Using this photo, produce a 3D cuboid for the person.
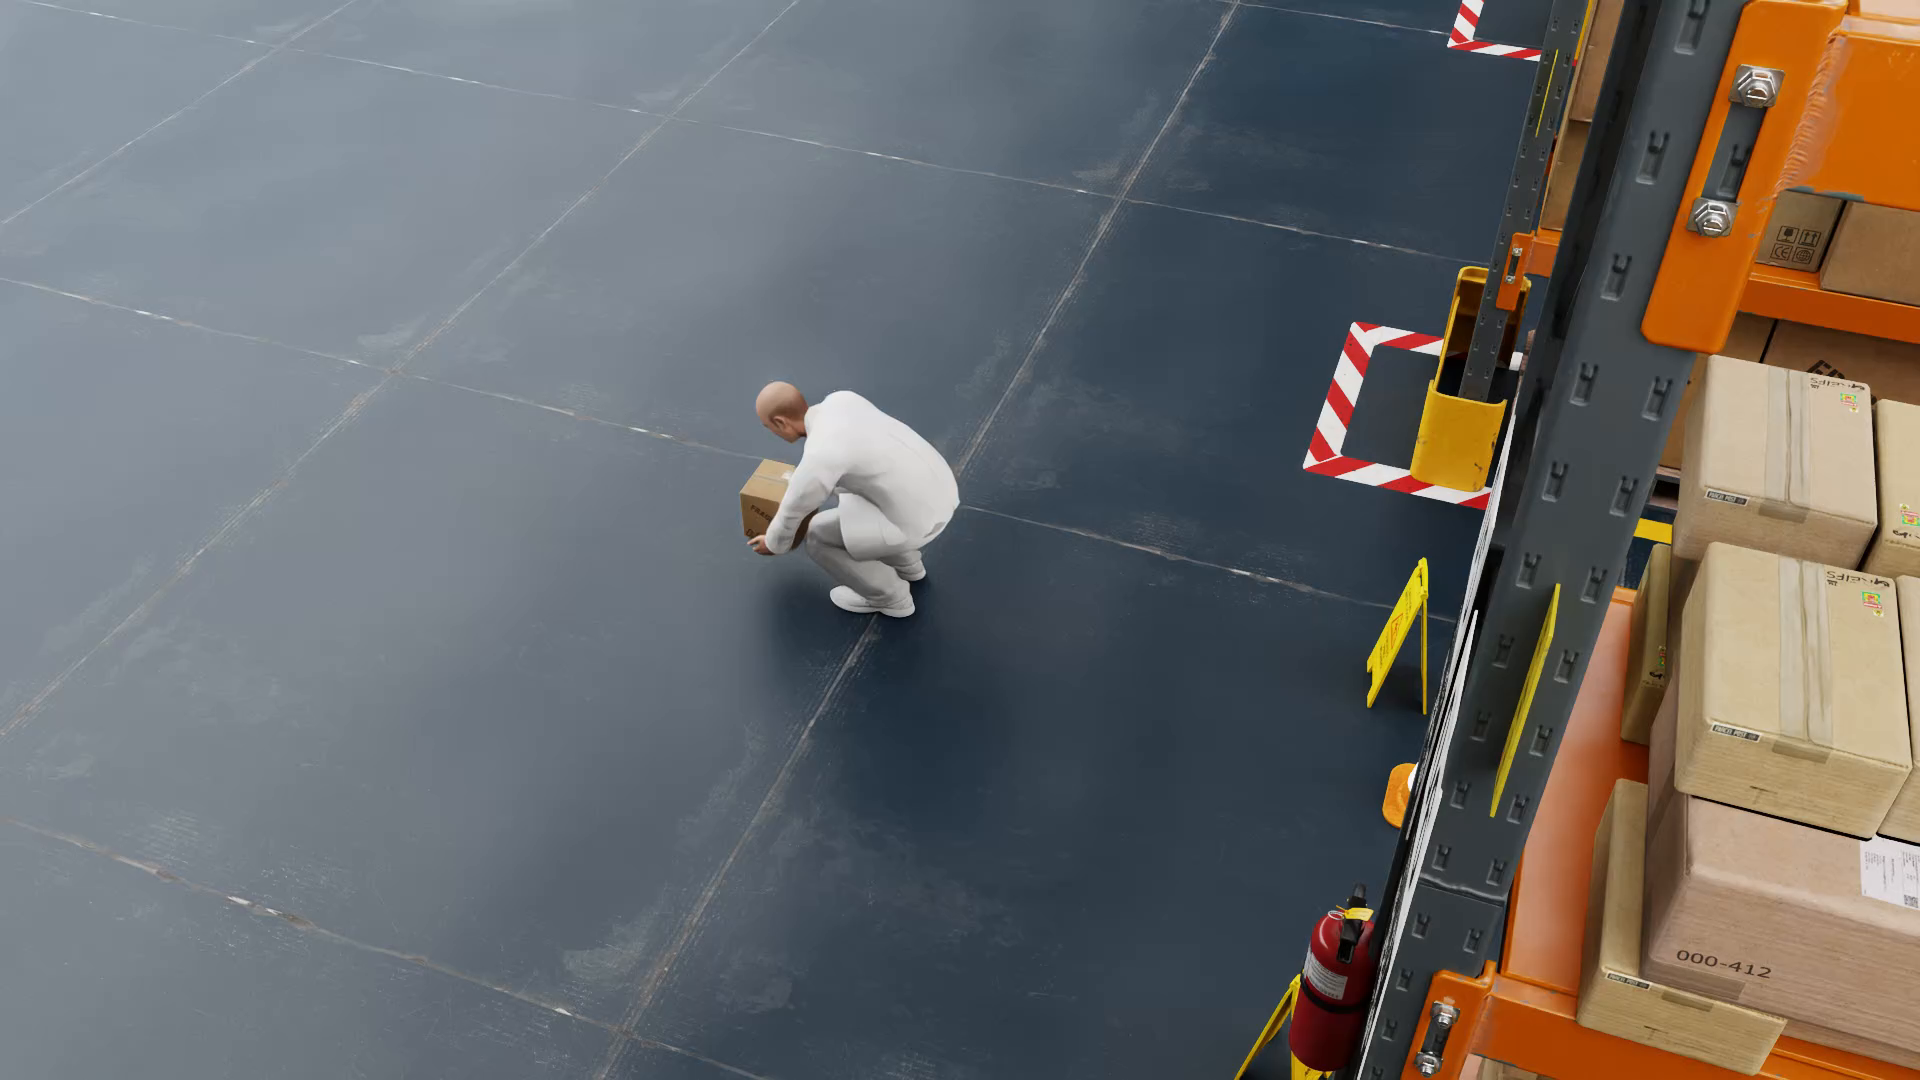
[{"bbox_3d":[-0.447,-0.195,6.965,0.896,1.033,0.607,13,43,15],"label":"person"}]
